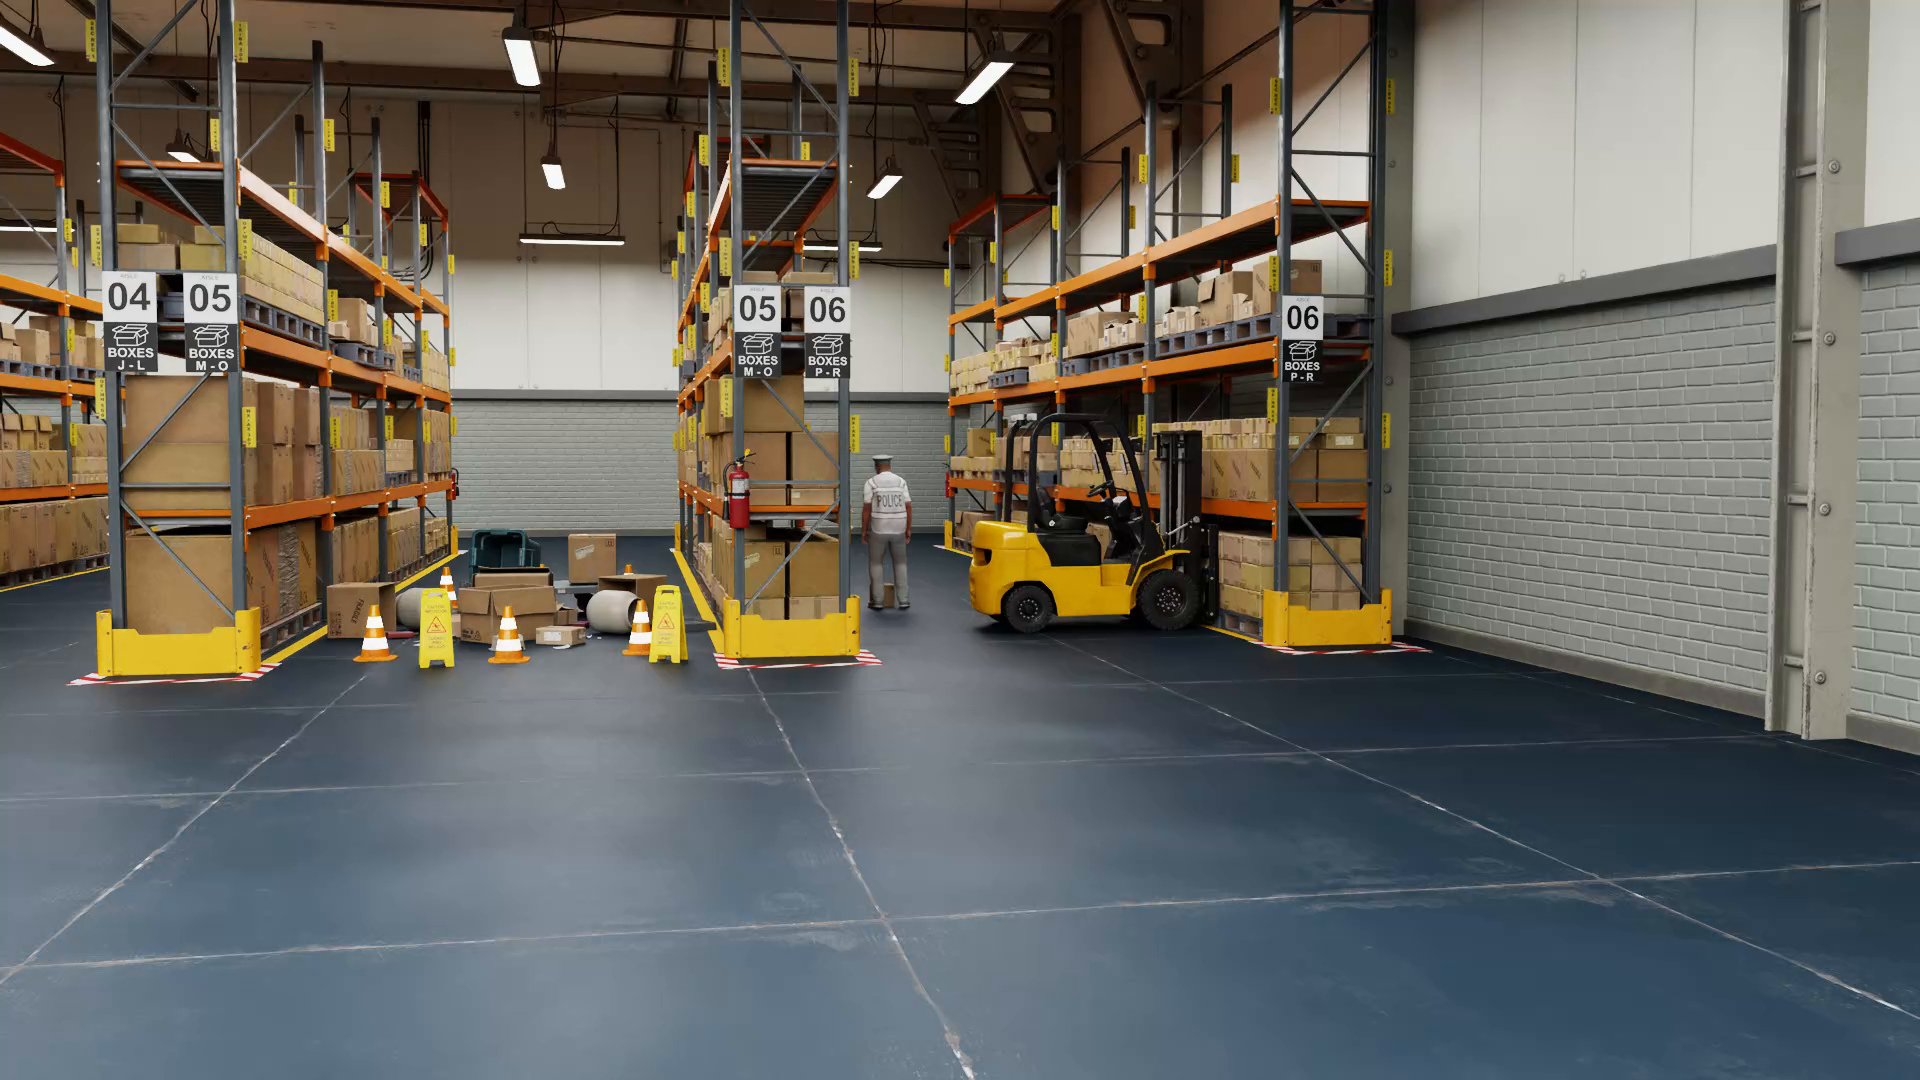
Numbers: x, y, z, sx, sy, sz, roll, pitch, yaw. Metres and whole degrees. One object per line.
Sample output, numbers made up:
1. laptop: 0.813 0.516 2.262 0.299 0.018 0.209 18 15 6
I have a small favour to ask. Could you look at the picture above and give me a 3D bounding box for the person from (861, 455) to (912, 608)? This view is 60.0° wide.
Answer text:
1. person: -0.828 -0.098 18.913 0.602 1.747 0.439 -1 3 -16
